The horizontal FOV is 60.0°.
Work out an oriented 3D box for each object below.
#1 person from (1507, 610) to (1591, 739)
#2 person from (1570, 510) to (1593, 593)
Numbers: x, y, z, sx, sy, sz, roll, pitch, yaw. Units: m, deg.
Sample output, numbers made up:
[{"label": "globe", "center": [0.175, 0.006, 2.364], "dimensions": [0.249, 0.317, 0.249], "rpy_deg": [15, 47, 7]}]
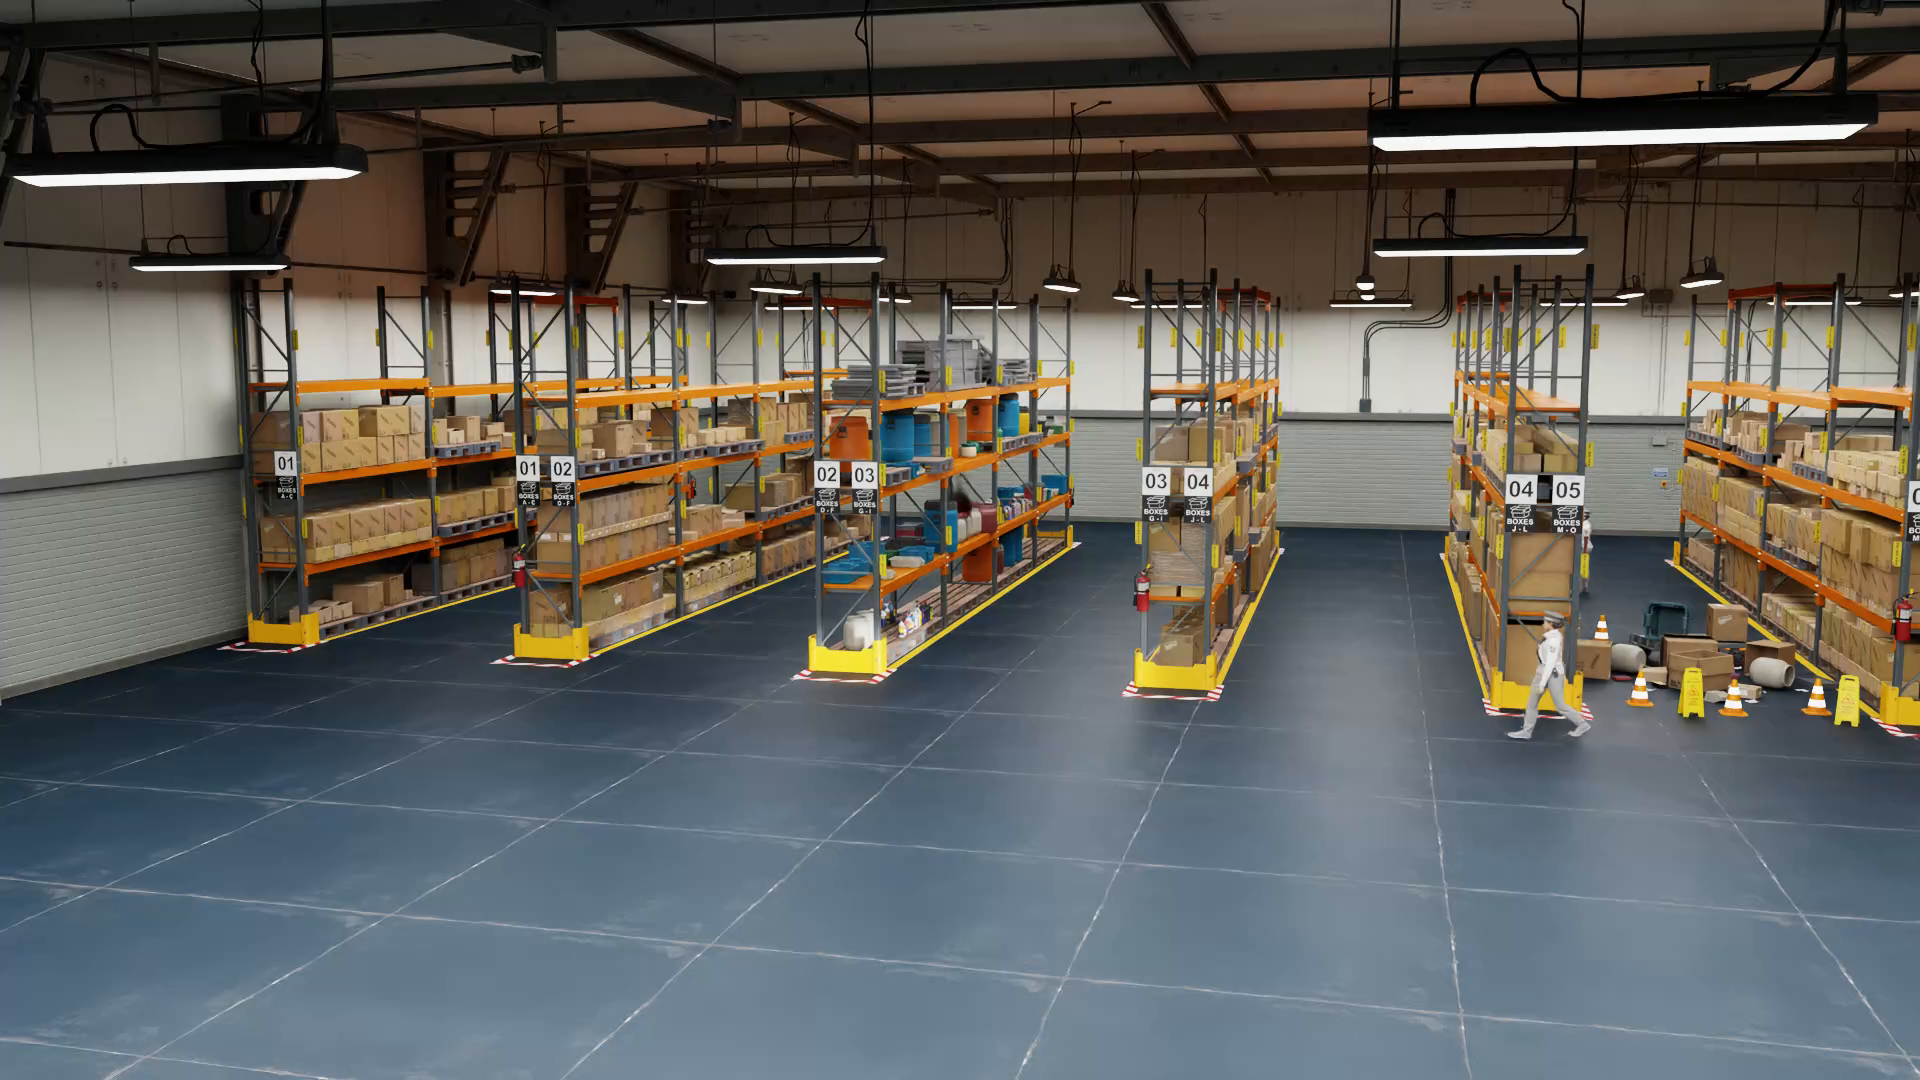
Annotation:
[{"label": "person", "center": [7.389, 1.699, 20.769], "dimensions": [0.932, 1.644, 0.450], "rpy_deg": [-1, 7, -6]}, {"label": "person", "center": [12.388, 0.214, 33.118], "dimensions": [0.392, 1.690, 0.507], "rpy_deg": [5, 8, 34]}]
